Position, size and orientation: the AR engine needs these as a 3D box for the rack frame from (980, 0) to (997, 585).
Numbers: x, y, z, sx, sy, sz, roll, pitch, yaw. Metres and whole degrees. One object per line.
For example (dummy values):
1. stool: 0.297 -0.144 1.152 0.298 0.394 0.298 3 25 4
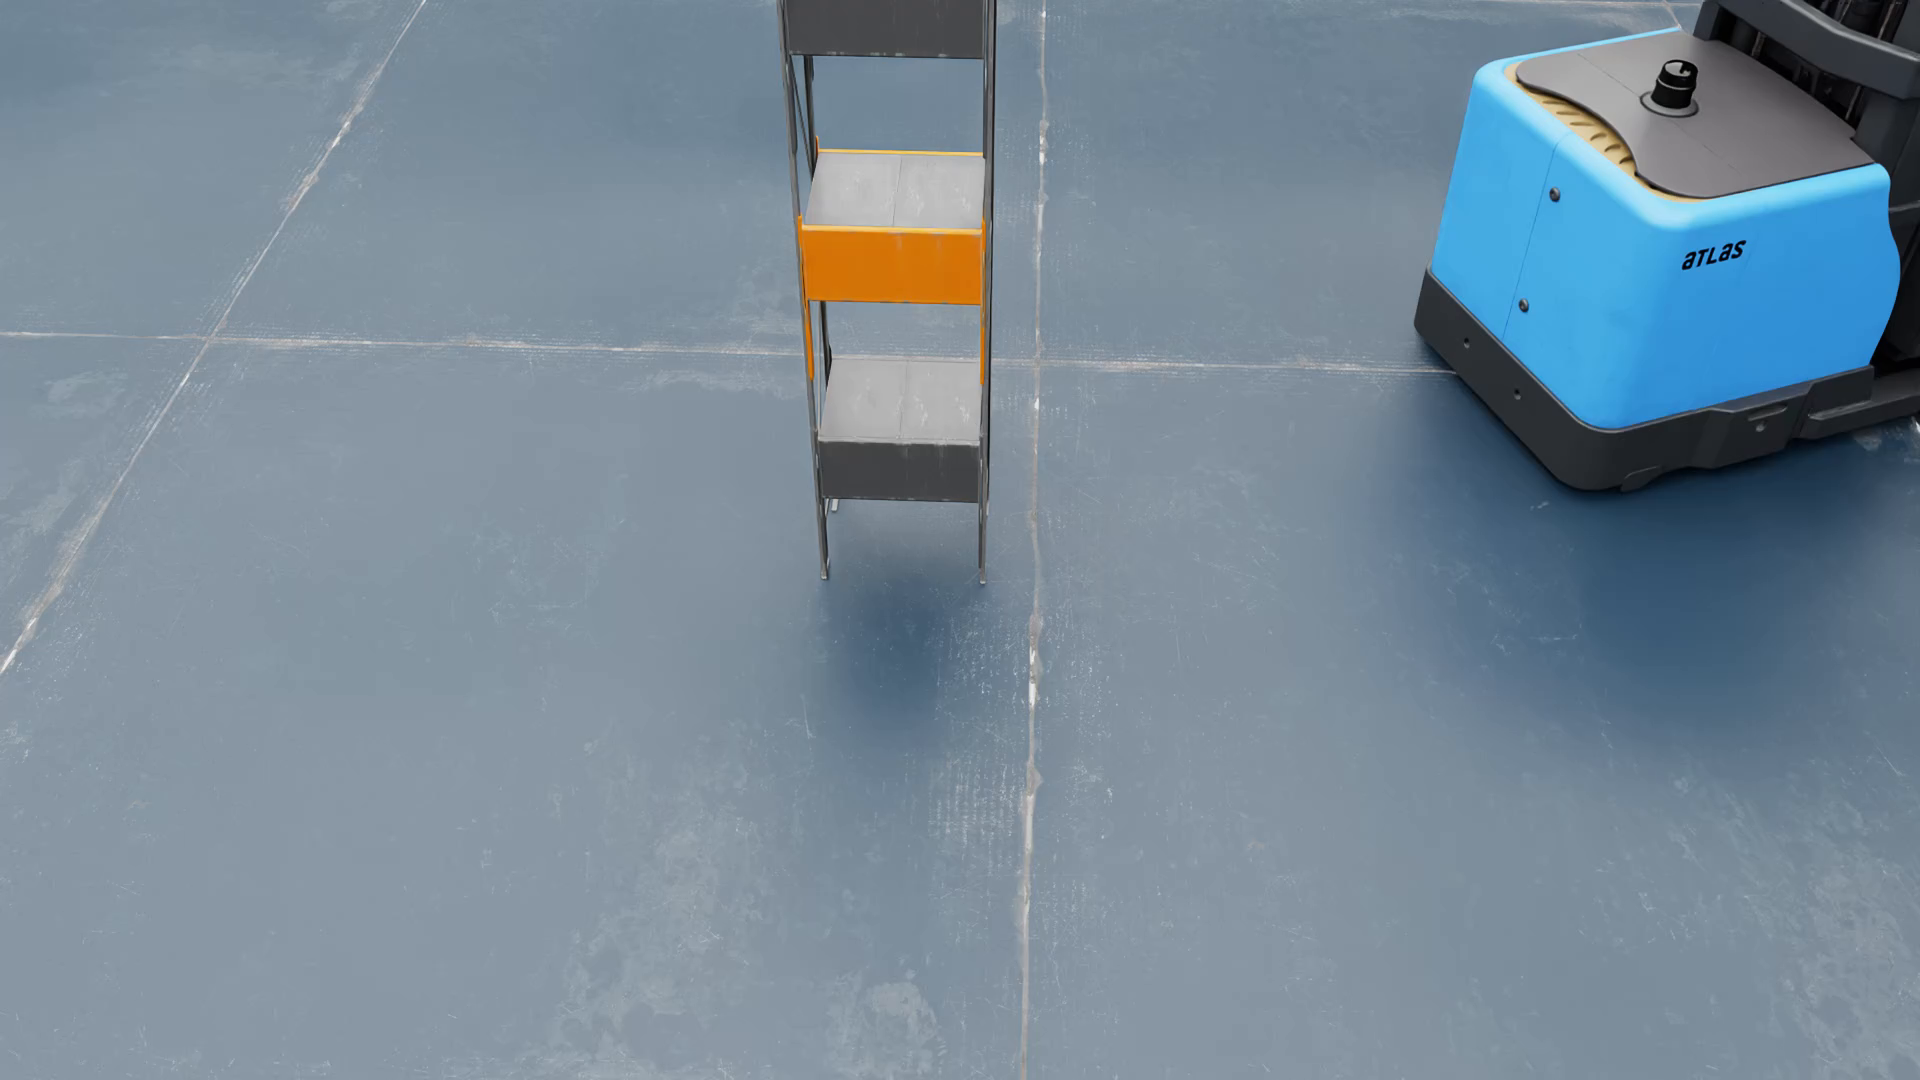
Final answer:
1. rack frame: 0.078 -0.766 4.532 0.015 2.100 0.400 2 43 2

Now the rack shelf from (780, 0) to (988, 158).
1. rack shelf: -0.165 -1.276 4.072 0.480 0.518 0.431 2 43 2

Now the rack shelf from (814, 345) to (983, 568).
1. rack shelf: -0.165 -0.251 5.026 0.480 0.518 0.431 2 43 2

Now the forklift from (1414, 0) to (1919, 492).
1. forklift: 3.203 -1.844 5.079 3.031 2.935 1.130 -14 45 -14

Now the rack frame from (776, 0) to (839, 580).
1. rack frame: -0.409 -0.781 4.548 0.015 2.100 0.400 2 43 2

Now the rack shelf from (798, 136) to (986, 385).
1. rack shelf: -0.165 -0.763 4.549 0.480 0.518 0.431 2 43 2

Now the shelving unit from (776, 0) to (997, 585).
1. shelving unit: -0.165 -0.773 4.540 0.503 2.100 0.431 2 43 2
